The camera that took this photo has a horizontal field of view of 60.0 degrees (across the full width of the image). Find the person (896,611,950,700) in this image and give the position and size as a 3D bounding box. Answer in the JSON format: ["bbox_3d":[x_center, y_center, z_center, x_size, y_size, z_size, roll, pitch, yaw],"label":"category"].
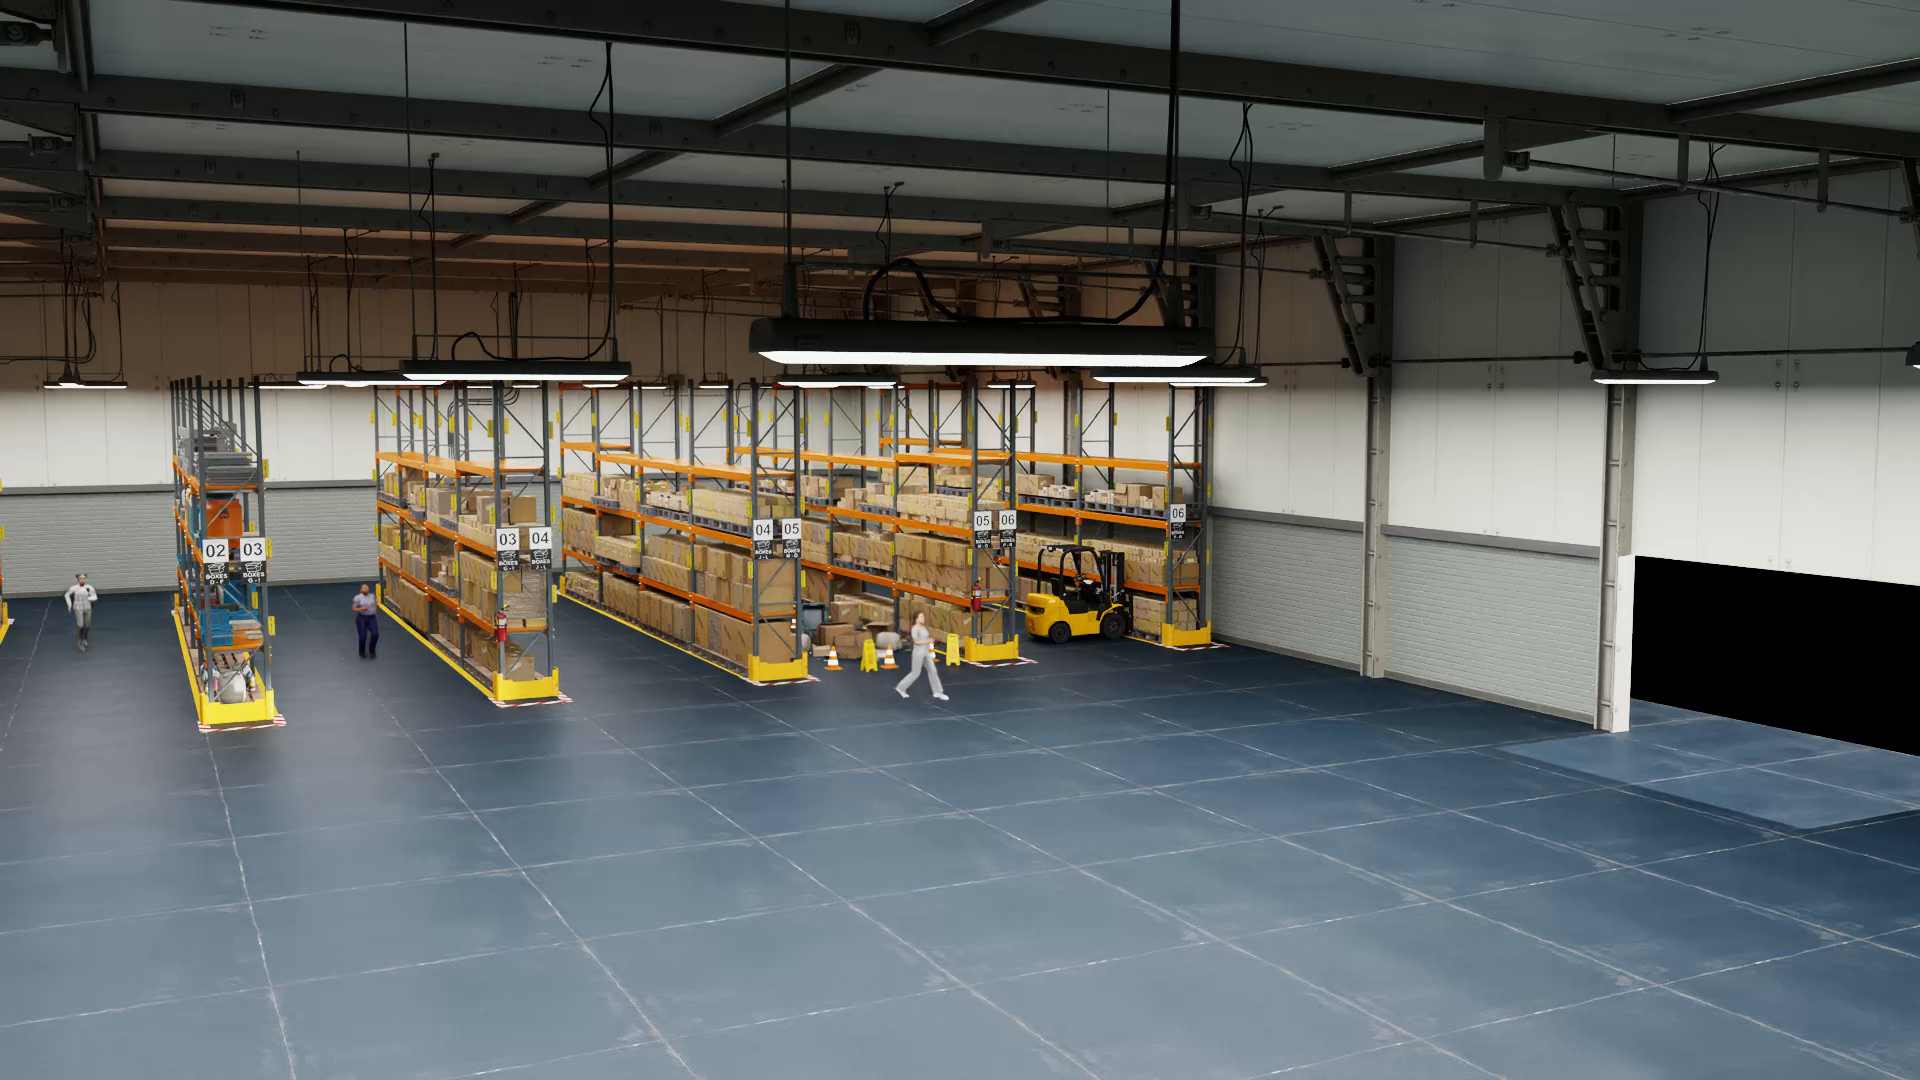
[{"bbox_3d":[-0.694,2.130,30.830,1.027,1.640,0.574,2,6,24],"label":"person"}]

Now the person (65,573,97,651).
[{"bbox_3d":[-19.518,1.594,37.001,0.577,1.752,0.724,-4,7,-40],"label":"person"}]

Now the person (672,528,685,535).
[{"bbox_3d":[-8.585,0.369,50.220,0.748,1.827,0.657,-2,6,-23],"label":"person"}]

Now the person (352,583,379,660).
[{"bbox_3d":[-12.690,1.753,35.591,0.586,1.676,0.644,-4,6,-36],"label":"person"}]
